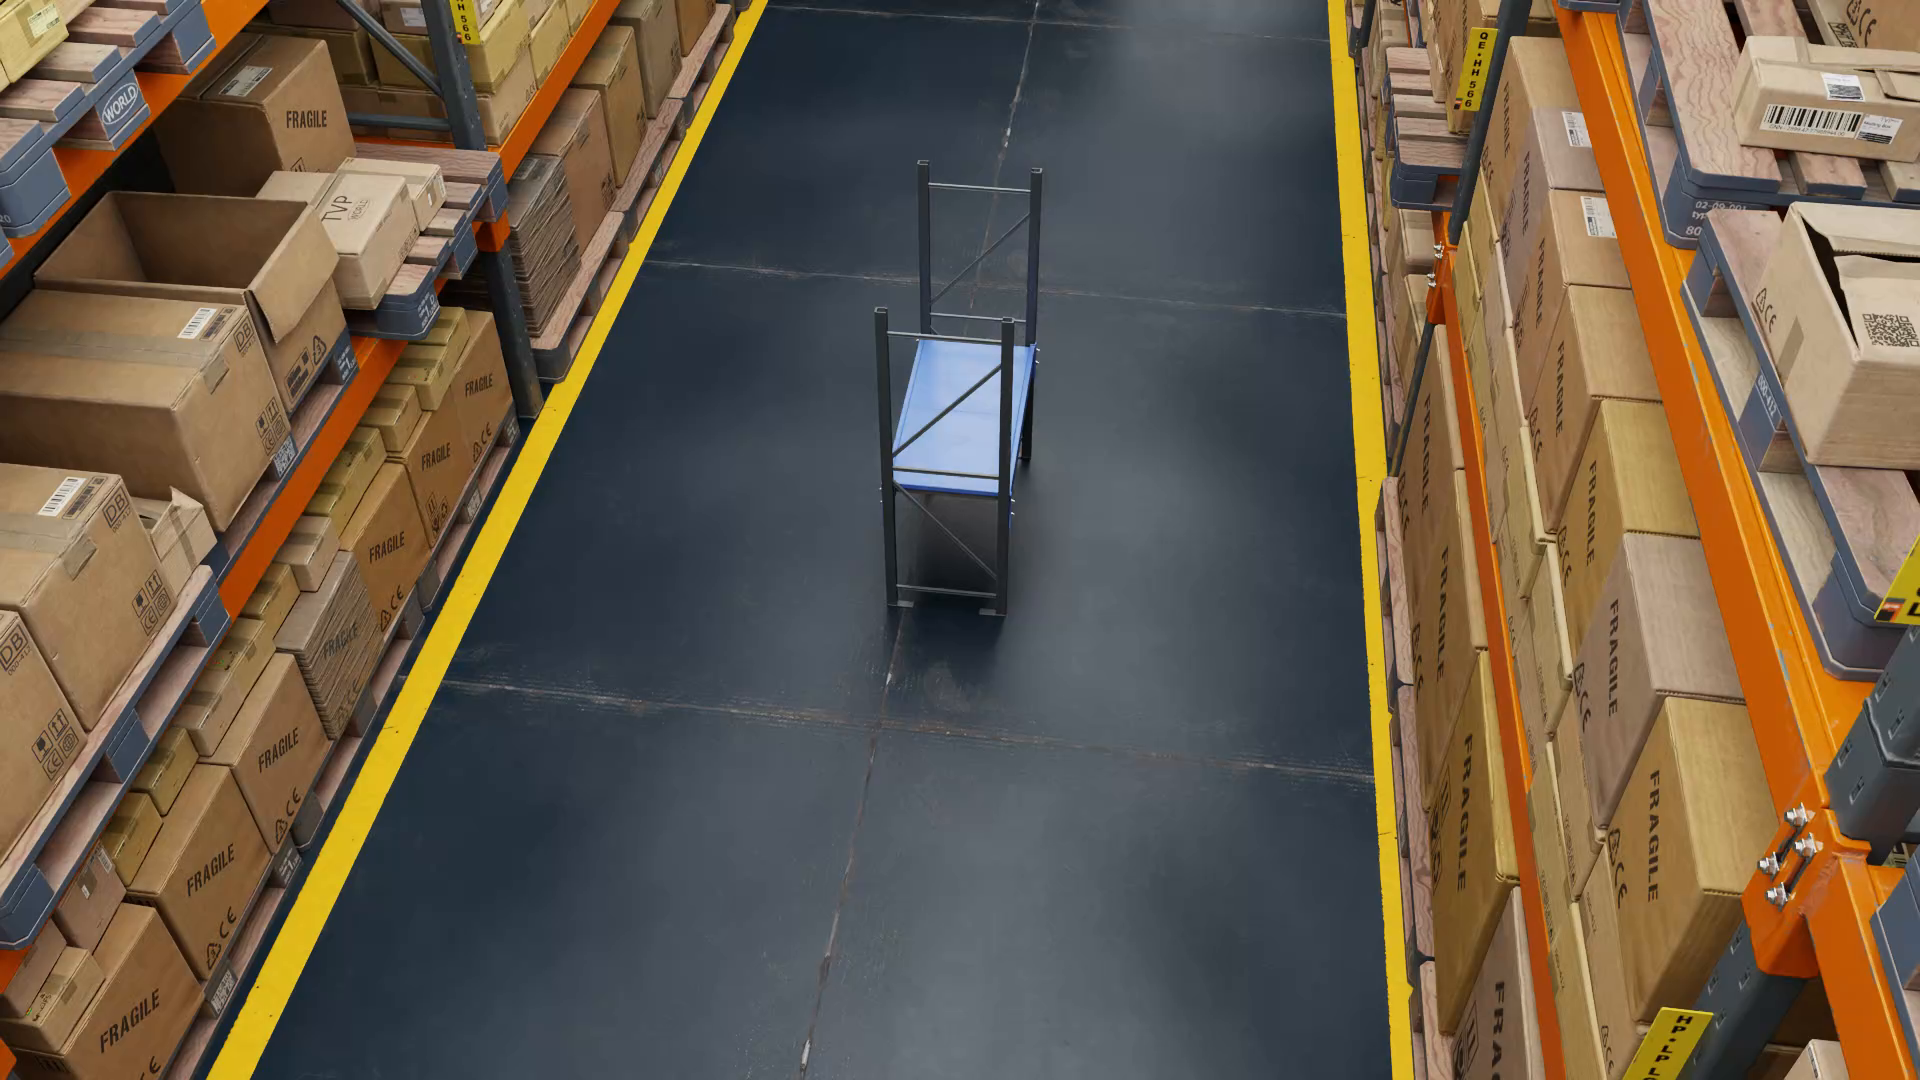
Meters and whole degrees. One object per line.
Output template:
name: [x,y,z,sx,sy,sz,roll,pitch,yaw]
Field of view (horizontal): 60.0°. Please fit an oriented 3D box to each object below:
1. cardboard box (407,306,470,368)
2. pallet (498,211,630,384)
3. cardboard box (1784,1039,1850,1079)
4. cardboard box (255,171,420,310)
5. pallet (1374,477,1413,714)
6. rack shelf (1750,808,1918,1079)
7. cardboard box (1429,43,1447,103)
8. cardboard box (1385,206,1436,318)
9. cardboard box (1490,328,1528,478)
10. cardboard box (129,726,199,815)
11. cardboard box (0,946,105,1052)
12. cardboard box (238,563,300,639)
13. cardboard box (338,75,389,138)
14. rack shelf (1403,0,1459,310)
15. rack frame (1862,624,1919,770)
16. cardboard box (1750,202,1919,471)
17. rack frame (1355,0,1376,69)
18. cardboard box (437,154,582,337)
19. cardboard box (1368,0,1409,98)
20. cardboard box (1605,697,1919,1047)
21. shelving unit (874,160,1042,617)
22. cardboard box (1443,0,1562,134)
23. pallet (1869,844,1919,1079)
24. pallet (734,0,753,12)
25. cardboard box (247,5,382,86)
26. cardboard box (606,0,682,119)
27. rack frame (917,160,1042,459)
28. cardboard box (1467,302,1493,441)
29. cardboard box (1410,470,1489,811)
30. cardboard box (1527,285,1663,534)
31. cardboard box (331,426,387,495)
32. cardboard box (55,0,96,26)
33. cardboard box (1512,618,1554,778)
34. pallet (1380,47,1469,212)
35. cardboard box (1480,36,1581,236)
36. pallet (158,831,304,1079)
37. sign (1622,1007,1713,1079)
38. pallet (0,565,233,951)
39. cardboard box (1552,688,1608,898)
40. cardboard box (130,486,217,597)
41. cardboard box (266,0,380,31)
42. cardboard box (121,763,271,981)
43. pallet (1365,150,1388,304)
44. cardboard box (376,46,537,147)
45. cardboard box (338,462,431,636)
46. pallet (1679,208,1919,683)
cardboard box: [-2.300,-0.860,7.018,0.380,0.149,0.250,3,44,3]
pallet: [-2.339,-1.284,8.453,1.003,0.211,1.213,5,44,6]
cardboard box: [1.607,0.992,2.749,0.380,0.149,0.250,5,44,5]
cardboard box: [-2.305,-1.089,6.022,0.500,0.250,0.500,3,44,4]
pallet: [2.255,0.252,6.830,1.003,0.211,1.213,5,44,6]
rack shelf: [1.641,1.970,1.329,1.077,0.370,4.000,5,44,6]
cardboard box: [2.197,-1.962,7.018,0.380,0.149,0.250,5,44,5]
cardboard box: [2.608,-1.377,8.128,0.950,0.372,0.625,4,44,5]
cardboard box: [1.975,-0.404,5.241,0.500,0.250,0.500,5,44,5]
cardboard box: [-2.699,0.726,5.342,0.380,0.149,0.250,5,44,5]
cardboard box: [-2.704,1.286,4.751,0.380,0.149,0.250,7,44,7]
cardboard box: [-2.587,0.204,5.894,0.380,0.149,0.250,5,44,6]
cardboard box: [-2.680,-2.015,7.305,0.500,0.250,0.500,4,44,5]
rack shelf: [2.699,-2.393,8.118,1.077,0.370,4.000,5,44,6]
rack frame: [1.906,-0.743,1.490,1.000,3.000,0.127,5,44,6]
cardboard box: [1.814,-0.394,3.062,0.500,0.311,0.500,5,44,6]
rack frame: [2.963,-4.017,9.311,1.000,3.000,0.127,5,44,6]
cardboard box: [-2.390,-1.453,8.025,0.875,0.625,0.625,7,44,7]
cardboard box: [2.896,-2.857,9.692,0.950,0.372,0.625,6,44,6]
cardboard box: [1.716,0.709,3.520,0.500,0.500,0.500,7,44,7]
shelving unit: [0.011,-0.603,6.796,0.538,1.500,1.048,5,44,6]
cardboard box: [2.219,-1.923,6.504,0.500,0.500,0.500,4,44,4]
pallet: [1.787,0.935,1.964,1.003,0.211,1.213,5,44,6]
pallet: [-1.811,-3.991,11.311,1.003,0.211,1.213,5,44,6]
cardboard box: [-2.702,-2.198,7.135,0.500,0.250,0.500,6,44,6]
cardboard box: [-2.126,-2.871,9.522,0.875,0.625,0.625,5,44,5]
rack frame: [0.078,-0.949,7.162,0.500,1.500,0.032,5,44,6]
cardboard box: [2.070,-0.574,5.784,0.500,0.250,0.500,4,44,4]
cardboard box: [2.139,0.399,5.887,0.875,0.875,0.875,6,44,6]
cardboard box: [1.917,-0.343,4.630,0.500,0.500,0.500,6,44,6]
cardboard box: [-2.464,-0.320,6.447,0.380,0.149,0.250,6,44,7]
cardboard box: [-2.404,-1.417,4.188,0.380,0.149,0.250,6,44,6]
cardboard box: [1.869,0.472,4.679,0.500,0.250,0.500,4,44,4]
pallet: [2.423,-1.716,7.021,1.213,0.211,1.003,5,44,6]
cardboard box: [2.127,-1.376,5.722,0.500,0.500,0.500,4,44,4]
pallet: [-2.945,1.442,5.574,1.003,0.211,1.213,5,44,6]
sign: [1.366,1.001,3.227,0.100,0.325,0.005,5,44,6]
pallet: [-2.801,0.522,4.657,1.003,0.211,1.213,5,44,6]
cardboard box: [1.782,0.644,4.133,0.500,0.250,0.500,6,44,7]
cardboard box: [-2.451,-0.029,4.891,0.396,0.266,0.258,7,44,8]
cardboard box: [-2.644,-2.251,6.901,0.380,0.149,0.250,7,44,7]
cardboard box: [-2.667,1.069,5.452,0.500,0.500,0.500,5,44,5]
pallet: [2.703,-1.640,8.828,1.003,0.211,1.213,5,44,6]
cardboard box: [-2.185,-1.965,7.253,0.500,0.250,0.500,5,44,6]
cardboard box: [-2.472,0.021,6.559,0.500,0.500,0.500,7,44,7]
pallet: [1.978,-0.214,3.252,0.805,0.209,1.217,4,44,4]
